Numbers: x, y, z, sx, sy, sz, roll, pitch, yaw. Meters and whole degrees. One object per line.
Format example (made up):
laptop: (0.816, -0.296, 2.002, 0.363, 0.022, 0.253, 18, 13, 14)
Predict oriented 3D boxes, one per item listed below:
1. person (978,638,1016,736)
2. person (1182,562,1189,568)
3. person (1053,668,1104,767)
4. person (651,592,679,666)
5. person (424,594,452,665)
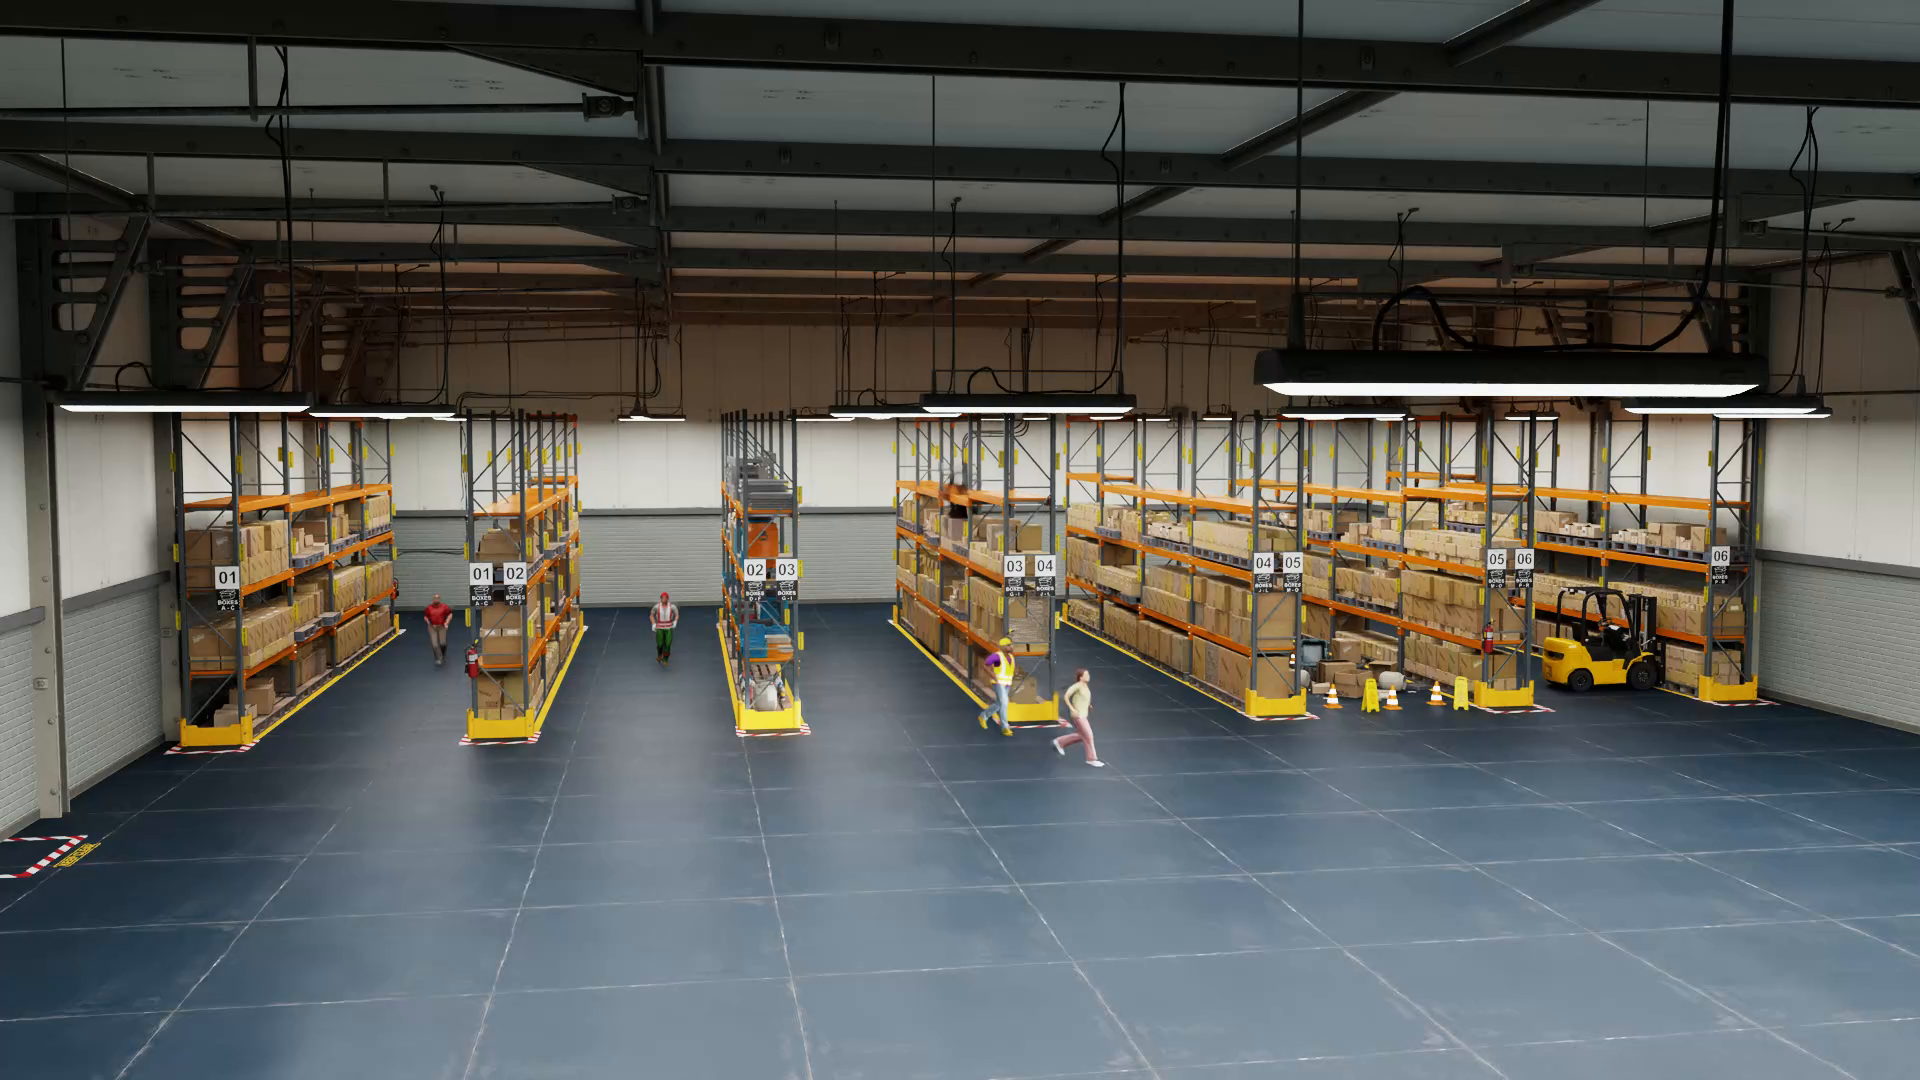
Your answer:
person: (0.782, 2.696, 30.956, 0.922, 1.753, 0.731, 3, 5, 41)
person: (6.836, 1.324, 50.576, 0.584, 1.736, 0.660, -1, 4, -8)
person: (1.997, 2.963, 27.905, 0.840, 1.655, 0.603, 2, 4, 27)
person: (-6.977, 2.104, 39.384, 0.673, 1.751, 0.590, -1, 4, -13)
person: (-12.382, 2.126, 39.421, 0.638, 1.681, 0.586, -1, 4, -11)
